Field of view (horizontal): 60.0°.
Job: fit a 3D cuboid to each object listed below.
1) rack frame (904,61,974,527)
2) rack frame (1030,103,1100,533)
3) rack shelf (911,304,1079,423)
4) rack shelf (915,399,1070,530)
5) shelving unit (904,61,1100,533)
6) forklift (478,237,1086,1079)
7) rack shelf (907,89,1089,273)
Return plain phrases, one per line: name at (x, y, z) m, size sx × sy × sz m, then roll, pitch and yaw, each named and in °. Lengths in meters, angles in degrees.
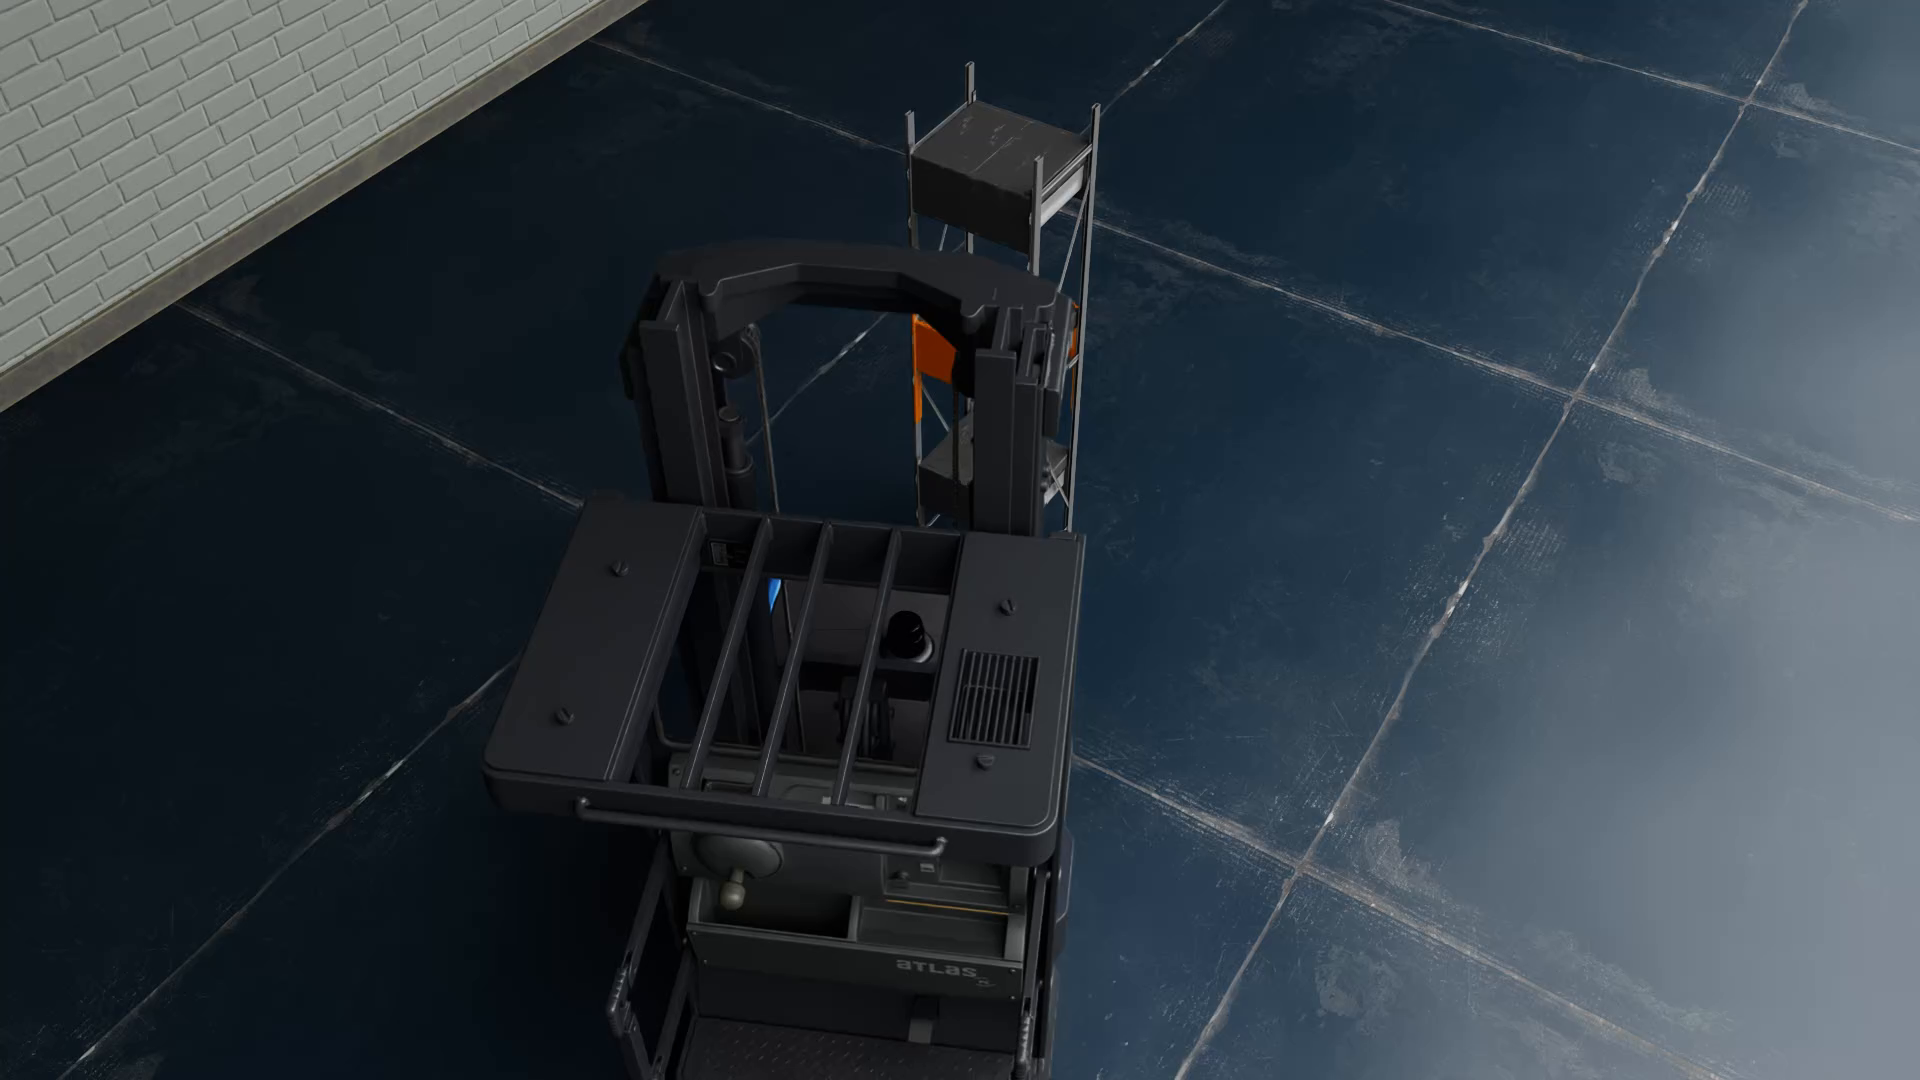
rack frame at (-0.066, -0.762, 6.248) m, size 0.015 × 2.100 × 0.400 m, roll 25°, pitch 51°, yaw 22°
rack frame at (0.345, -0.573, 6.065) m, size 0.015 × 2.100 × 0.400 m, roll 25°, pitch 51°, yaw 22°
rack shelf at (0.139, -0.658, 6.166) m, size 0.480 × 0.518 × 0.431 m, roll 25°, pitch 51°, yaw 22°
rack shelf at (0.139, -0.170, 6.668) m, size 0.480 × 0.518 × 0.431 m, roll 25°, pitch 51°, yaw 22°
shelving unit at (0.139, -0.668, 6.157) m, size 0.503 × 2.100 × 0.431 m, roll 25°, pitch 51°, yaw 22°
forklift at (-0.309, 0.870, 4.083) m, size 1.130 × 2.935 × 3.031 m, roll 5°, pitch 46°, yaw 5°
rack shelf at (0.139, -1.146, 5.664) m, size 0.480 × 0.518 × 0.431 m, roll 25°, pitch 51°, yaw 22°
